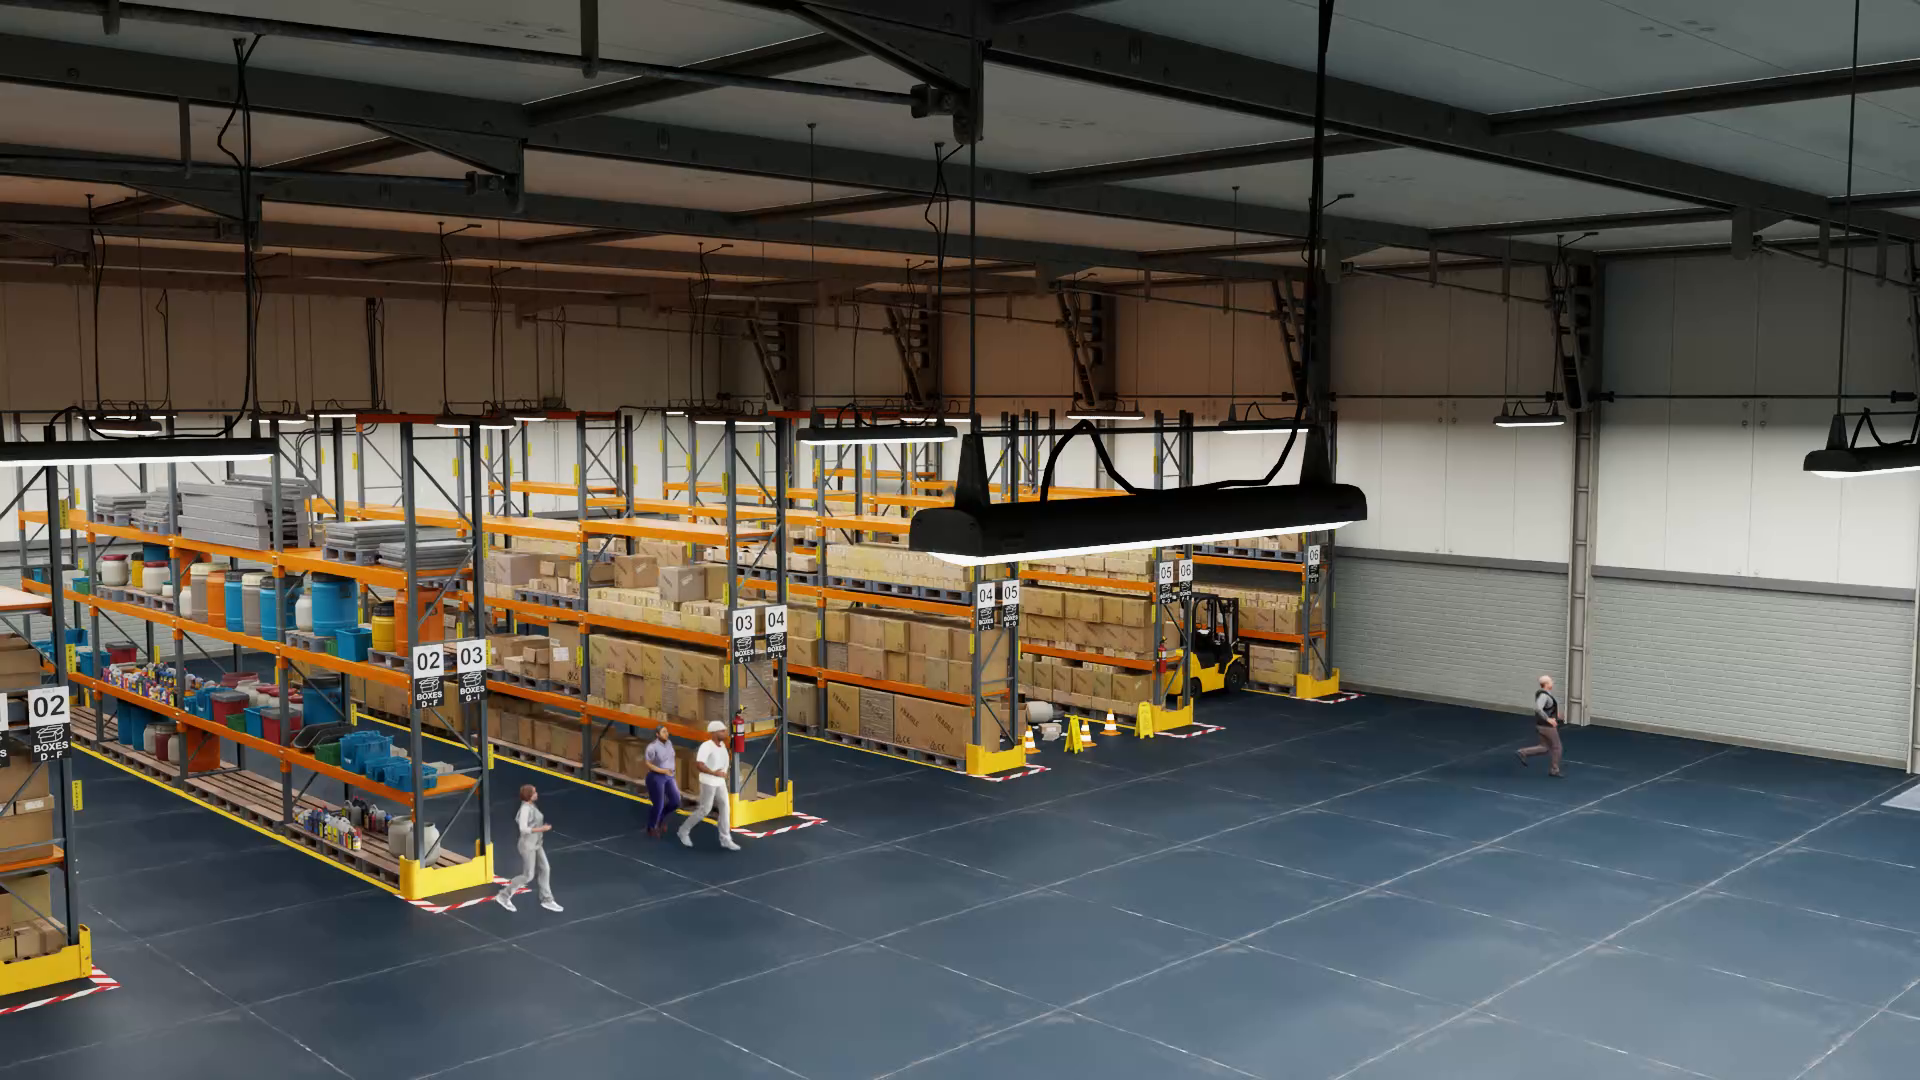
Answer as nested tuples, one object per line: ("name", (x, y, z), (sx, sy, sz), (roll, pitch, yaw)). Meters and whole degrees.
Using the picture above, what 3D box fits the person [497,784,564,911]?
("person", (-5.254, 3.768, 20.251), (0.773, 1.616, 0.544), (0, 5, -3))

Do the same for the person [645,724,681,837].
("person", (-4.250, 3.453, 23.937), (0.576, 1.617, 0.639), (4, 6, 37))

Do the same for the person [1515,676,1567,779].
("person", (9.675, 3.102, 27.600), (0.819, 1.712, 0.662), (1, 5, 9))

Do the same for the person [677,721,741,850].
("person", (-3.448, 3.414, 23.325), (0.915, 1.760, 0.758), (2, 5, 21))
